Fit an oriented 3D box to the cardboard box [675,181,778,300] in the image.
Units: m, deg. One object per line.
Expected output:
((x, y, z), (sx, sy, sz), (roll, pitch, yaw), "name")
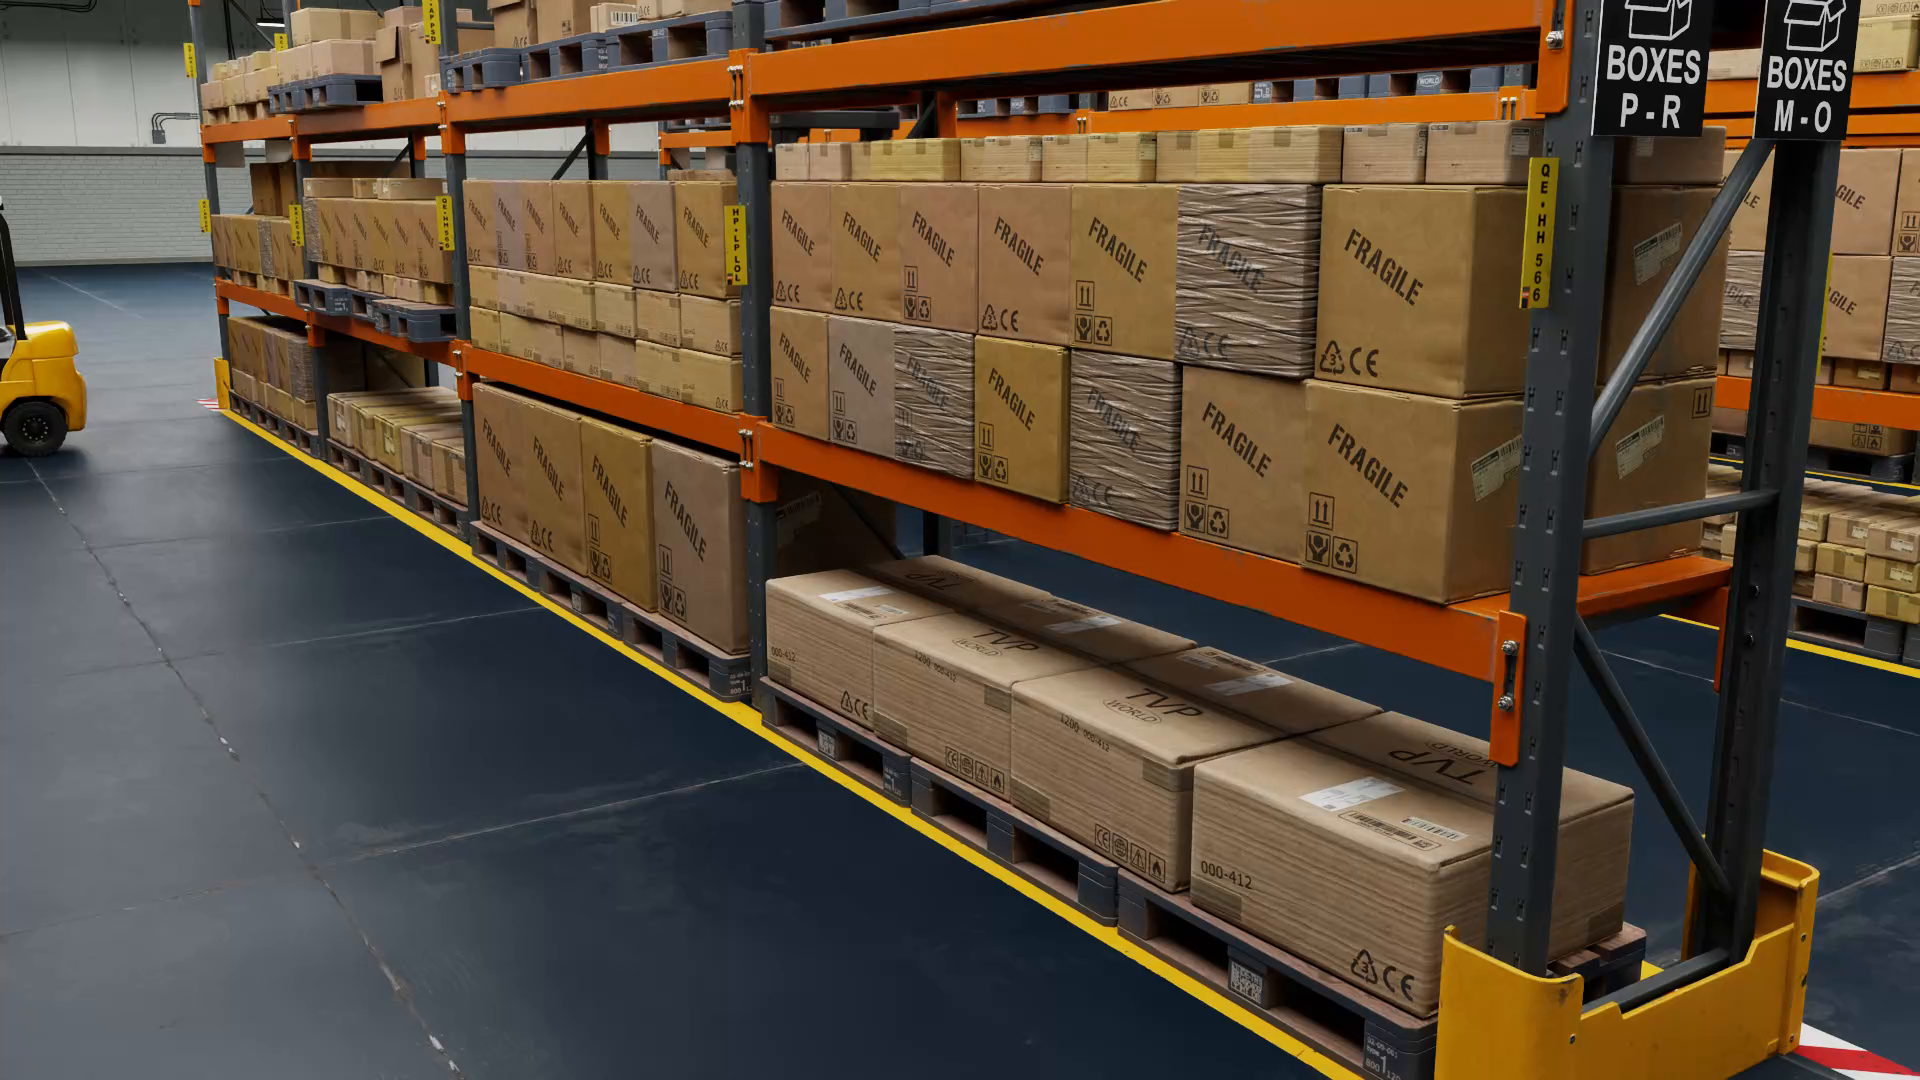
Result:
((-0.939, -1.352, 7.446), (0.500, 0.500, 0.500), (-8, 14, -31), "cardboard box")

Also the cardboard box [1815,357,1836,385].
((4.424, -0.886, 8.480), (0.380, 0.149, 0.250), (-7, 14, -31), "cardboard box")

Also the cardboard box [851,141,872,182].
((-0.191, -1.448, 6.368), (0.380, 0.149, 0.250), (-8, 15, -33), "cardboard box")

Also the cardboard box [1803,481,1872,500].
((4.780, -0.216, 9.125), (0.380, 0.149, 0.250), (-9, 15, -35), "cardboard box")

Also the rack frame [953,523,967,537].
((-0.038, -0.525, 10.805), (0.200, 1.050, 0.008), (-8, 15, -33), "rack frame")

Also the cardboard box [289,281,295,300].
((-5.490, -2.129, 14.165), (0.380, 0.149, 0.250), (-8, 15, -32), "cardboard box")

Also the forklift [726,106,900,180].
((-1.174, -1.997, 13.131), (1.130, 2.935, 3.031), (-6, 14, -24), "forklift")

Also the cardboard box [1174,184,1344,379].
((0.955, -0.737, 4.638), (0.500, 0.500, 0.500), (-8, 15, -33), "cardboard box")

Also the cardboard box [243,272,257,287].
((-6.610, -2.498, 15.853), (0.380, 0.149, 0.250), (-8, 14, -31), "cardboard box")

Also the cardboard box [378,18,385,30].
((-4.488, -3.941, 13.037), (0.500, 0.250, 0.500), (-8, 15, -31), "cardboard box")

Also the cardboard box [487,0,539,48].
((-2.364, -3.148, 9.988), (0.797, 0.503, 0.637), (-9, 15, -36), "cardboard box")

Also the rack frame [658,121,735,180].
((-3.066, -3.503, 19.857), (1.000, 3.000, 0.127), (-8, 15, -33), "rack frame")

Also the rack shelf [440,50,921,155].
((-1.590, -2.234, 8.719), (1.077, 0.370, 4.000), (-8, 15, -33), "rack shelf")

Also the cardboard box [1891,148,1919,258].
((4.762, -1.573, 7.763), (0.500, 0.500, 0.500), (-7, 14, -30), "cardboard box")

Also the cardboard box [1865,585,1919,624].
((4.691, 0.290, 8.203), (0.380, 0.149, 0.250), (-9, 15, -35), "cardboard box")

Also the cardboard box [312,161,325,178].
((-5.243, -3.067, 14.596), (0.700, 0.500, 0.500), (-8, 15, -32), "cardboard box")

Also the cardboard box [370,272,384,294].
((-4.000, -1.855, 11.928), (0.380, 0.149, 0.250), (-9, 15, -35), "cardboard box")

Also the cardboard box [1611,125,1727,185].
((1.768, -1.003, 4.335), (0.380, 0.149, 0.250), (-8, 15, -32), "cardboard box")

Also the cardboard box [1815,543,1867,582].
((4.555, 0.095, 8.402), (0.380, 0.149, 0.250), (-7, 14, -30), "cardboard box")

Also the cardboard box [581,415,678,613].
((-1.399, -0.192, 8.710), (0.875, 0.875, 0.875), (-8, 14, -31), "cardboard box")

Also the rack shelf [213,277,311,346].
((-6.023, -2.192, 15.546), (1.077, 0.370, 4.000), (-8, 15, -33), "rack shelf")

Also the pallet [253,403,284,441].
((-5.996, -1.157, 15.661), (1.003, 0.211, 1.213), (-8, 15, -33), "pallet")

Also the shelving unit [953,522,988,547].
((0.030, -0.503, 10.706), (0.215, 1.050, 0.252), (-8, 15, -33), "shelving unit")

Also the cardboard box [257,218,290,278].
((-5.950, -2.614, 14.861), (0.500, 0.500, 0.500), (-8, 14, -31), "cardboard box")

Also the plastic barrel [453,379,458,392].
((-4.726, -1.452, 16.510), (0.512, 0.421, 0.421), (1, 12, 6), "plastic barrel")

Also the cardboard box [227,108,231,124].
((-6.722, -4.015, 15.769), (0.380, 0.149, 0.250), (-8, 15, -33), "cardboard box")

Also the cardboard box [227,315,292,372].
((-6.901, -1.947, 16.440), (0.500, 0.500, 0.500), (-9, 15, -35), "cardboard box")

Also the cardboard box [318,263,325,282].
((-4.871, -2.134, 13.204), (0.380, 0.149, 0.250), (-8, 15, -32), "cardboard box")

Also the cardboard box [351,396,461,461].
((-4.221, -0.888, 13.070), (0.950, 0.372, 0.625), (-7, 14, -29), "cardboard box")

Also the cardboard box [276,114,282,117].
((-5.572, -3.648, 14.088), (0.380, 0.149, 0.250), (-8, 15, -32), "cardboard box")

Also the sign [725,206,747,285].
((-0.929, -1.226, 6.920), (0.100, 0.325, 0.005), (-8, 15, -33), "sign")

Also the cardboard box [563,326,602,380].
((-1.775, -1.015, 8.834), (0.500, 0.250, 0.500), (-8, 15, -33), "cardboard box")

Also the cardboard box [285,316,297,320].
((-6.470, -2.015, 16.754), (0.500, 0.500, 0.500), (-8, 15, -32), "cardboard box")

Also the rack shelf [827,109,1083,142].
((0.258, -3.549, 14.734), (1.077, 0.370, 4.000), (-8, 15, -33), "rack shelf")

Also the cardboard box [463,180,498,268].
((-2.629, -1.897, 9.938), (0.500, 0.500, 0.500), (-9, 15, -35), "cardboard box")

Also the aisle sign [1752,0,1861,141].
((2.015, -1.345, 3.904), (0.394, 0.787, 0.004), (-8, 15, -33), "aisle sign")

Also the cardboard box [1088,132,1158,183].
((0.616, -1.168, 5.088), (0.380, 0.149, 0.250), (-8, 14, -31), "cardboard box")

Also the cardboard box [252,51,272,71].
((-5.803, -4.075, 14.173), (0.380, 0.149, 0.250), (-8, 14, -31), "cardboard box")

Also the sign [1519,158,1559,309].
((1.274, -0.673, 3.652), (0.100, 0.325, 0.005), (-8, 15, -33), "sign")

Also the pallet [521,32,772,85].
((-1.676, -2.542, 8.886), (1.003, 0.211, 1.213), (-7, 14, -30), "pallet")

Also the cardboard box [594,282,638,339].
((-1.504, -1.165, 8.346), (0.500, 0.250, 0.500), (-8, 14, -31), "cardboard box")

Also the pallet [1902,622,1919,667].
((5.336, 0.543, 7.884), (1.003, 0.211, 1.213), (-8, 15, -33), "pallet")

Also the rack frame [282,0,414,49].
((-4.915, -5.118, 13.202), (1.000, 3.000, 0.127), (-8, 15, -33), "rack frame")

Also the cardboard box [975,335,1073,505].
((0.391, -0.428, 5.564), (0.500, 0.500, 0.500), (-8, 14, -31), "cardboard box")

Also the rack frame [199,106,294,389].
((-7.131, -2.899, 17.096), (1.000, 3.000, 0.127), (-8, 15, -33), "rack frame")

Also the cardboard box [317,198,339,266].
((-4.616, -2.380, 12.812), (0.500, 0.500, 0.500), (-8, 15, -33), "cardboard box")

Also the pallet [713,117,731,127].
((-1.966, -4.577, 17.955), (1.003, 0.211, 1.213), (-8, 15, -33), "pallet")

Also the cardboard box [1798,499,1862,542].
((4.445, -0.105, 8.617), (0.380, 0.149, 0.250), (-8, 15, -32), "cardboard box")

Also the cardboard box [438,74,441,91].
((-3.048, -2.850, 10.438), (0.380, 0.149, 0.250), (-8, 15, -33), "cardboard box")

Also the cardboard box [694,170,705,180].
((-2.511, -3.946, 19.006), (0.875, 0.550, 0.550), (-8, 15, -33), "cardboard box")

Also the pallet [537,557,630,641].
((-1.653, 0.252, 9.214), (1.003, 0.211, 1.213), (-8, 15, -33), "pallet")

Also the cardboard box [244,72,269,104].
((-5.935, -3.953, 14.553), (0.500, 0.250, 0.500), (-8, 15, -34), "cardboard box")

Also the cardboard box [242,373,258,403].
((-6.638, -1.493, 16.120), (0.500, 0.250, 0.500), (-7, 14, -31), "cardboard box")
